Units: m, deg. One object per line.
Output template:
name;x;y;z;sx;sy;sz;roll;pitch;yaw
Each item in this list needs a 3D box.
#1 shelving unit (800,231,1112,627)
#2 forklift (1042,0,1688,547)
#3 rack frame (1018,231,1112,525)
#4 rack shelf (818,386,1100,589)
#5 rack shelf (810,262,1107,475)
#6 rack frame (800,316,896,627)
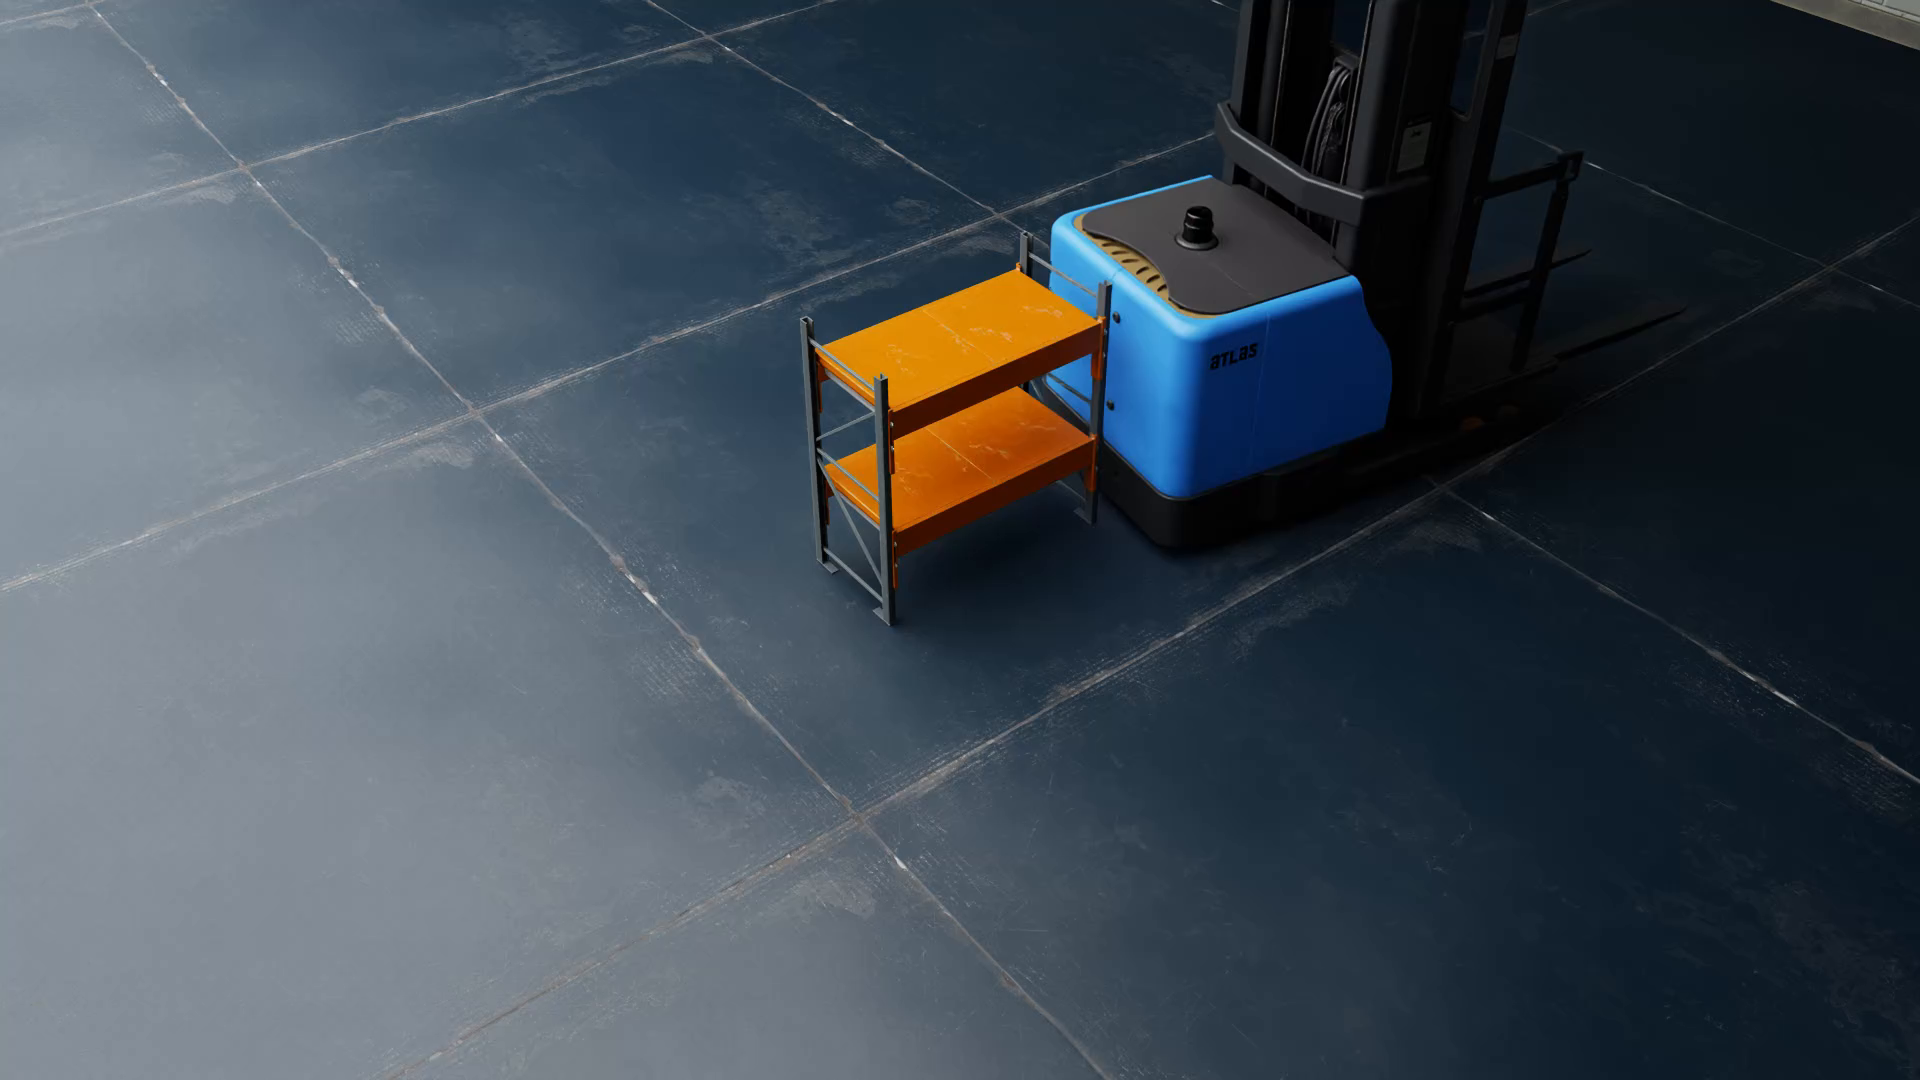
shelving unit;-0.005;-0.432;6.390;1.048;1.125;0.538;-26;46;-28
forklift;1.894;-1.774;6.602;3.031;2.935;1.130;-19;43;-22
rack frame;0.398;-0.629;6.630;0.032;1.125;0.500;-26;46;-28
rack shelf;-0.005;-0.243;6.545;1.000;0.278;0.538;-26;46;-28
rack shelf;-0.005;-0.659;6.204;1.000;0.278;0.538;-26;46;-28
rack frame;-0.408;-0.236;6.151;0.032;1.125;0.500;-26;46;-28
